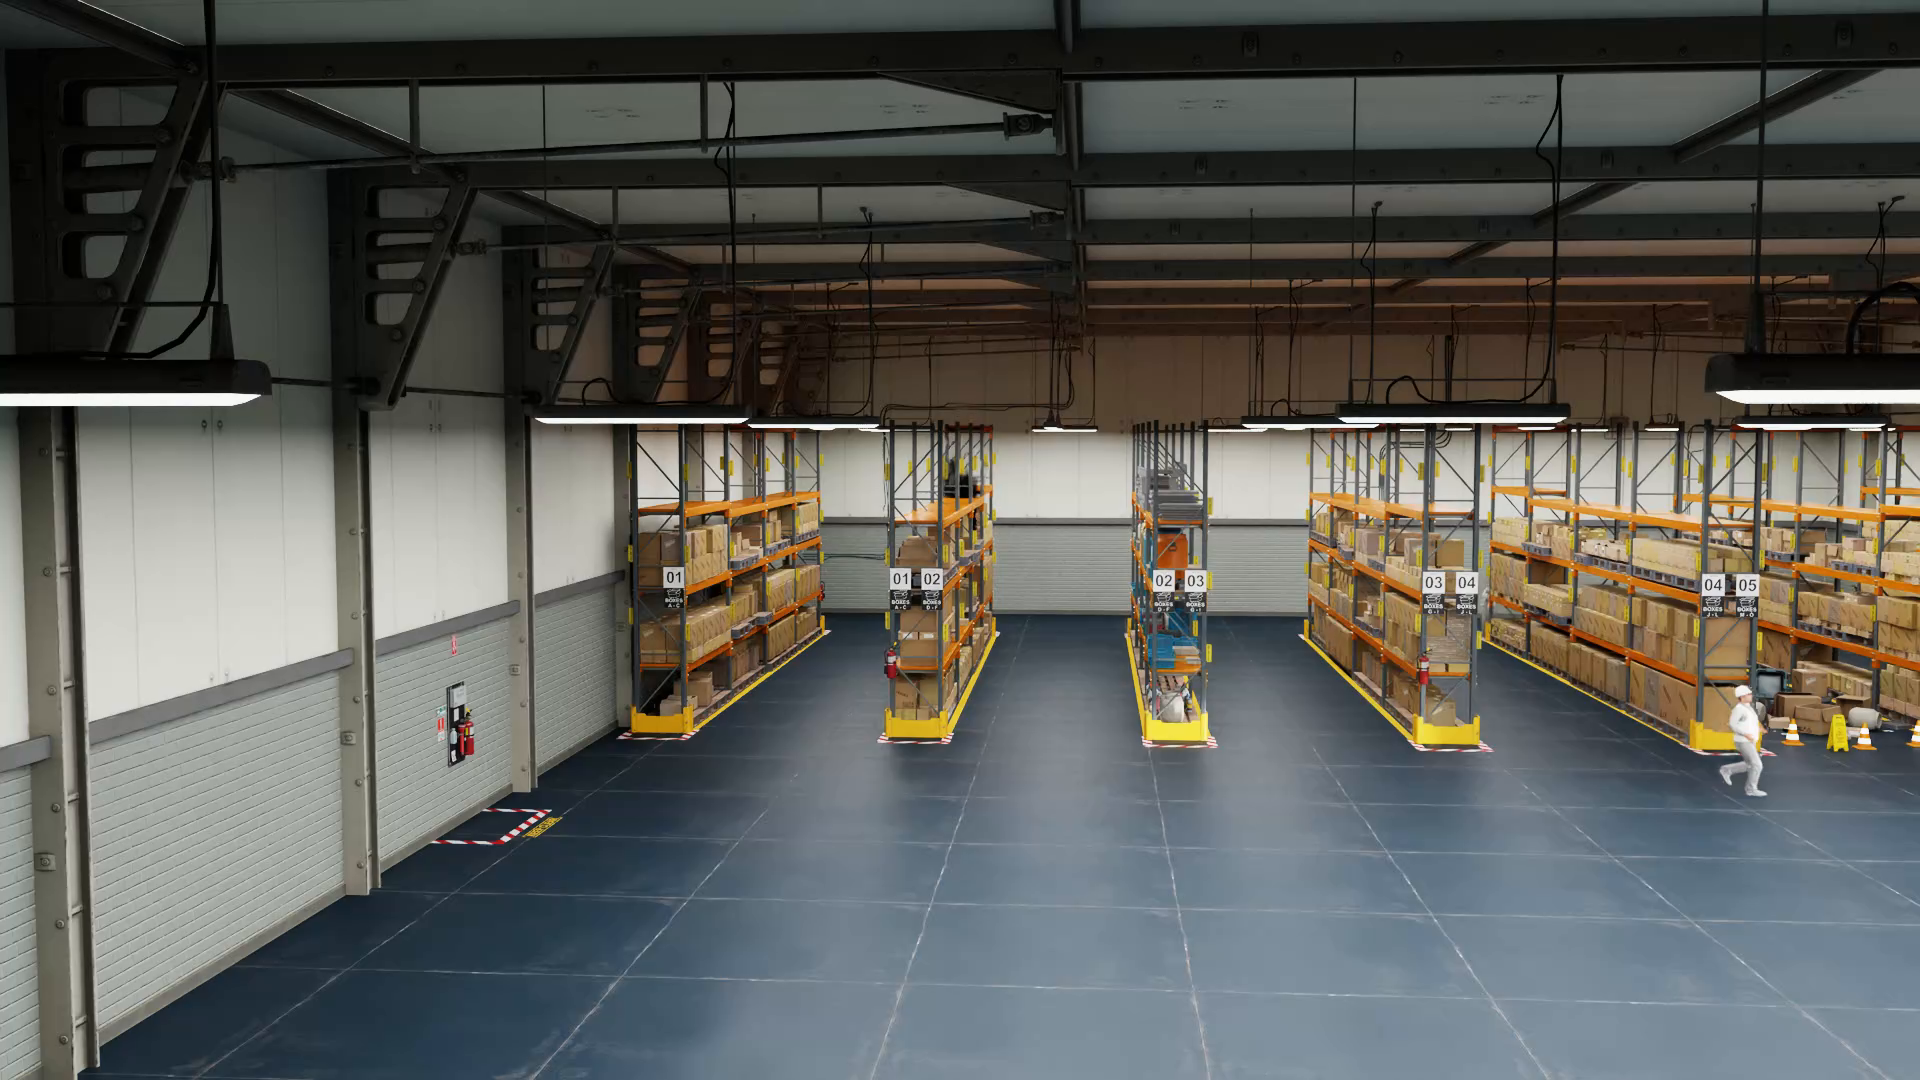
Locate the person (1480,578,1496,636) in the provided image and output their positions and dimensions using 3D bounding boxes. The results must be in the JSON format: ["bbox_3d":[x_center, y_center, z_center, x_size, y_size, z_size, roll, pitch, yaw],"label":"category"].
[{"bbox_3d":[15.102,1.913,47.327,0.725,1.690,0.664,-1,4,-9],"label":"person"}]

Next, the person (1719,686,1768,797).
[{"bbox_3d":[12.455,3.183,26.448,0.753,1.731,0.665,3,5,39],"label":"person"}]

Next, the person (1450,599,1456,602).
[{"bbox_3d":[13.397,1.990,45.829,0.812,1.659,0.607,1,4,19],"label":"person"}]

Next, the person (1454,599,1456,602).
[{"bbox_3d":[13.772,1.902,47.147,0.645,1.672,0.777,-3,5,-39],"label":"person"}]
